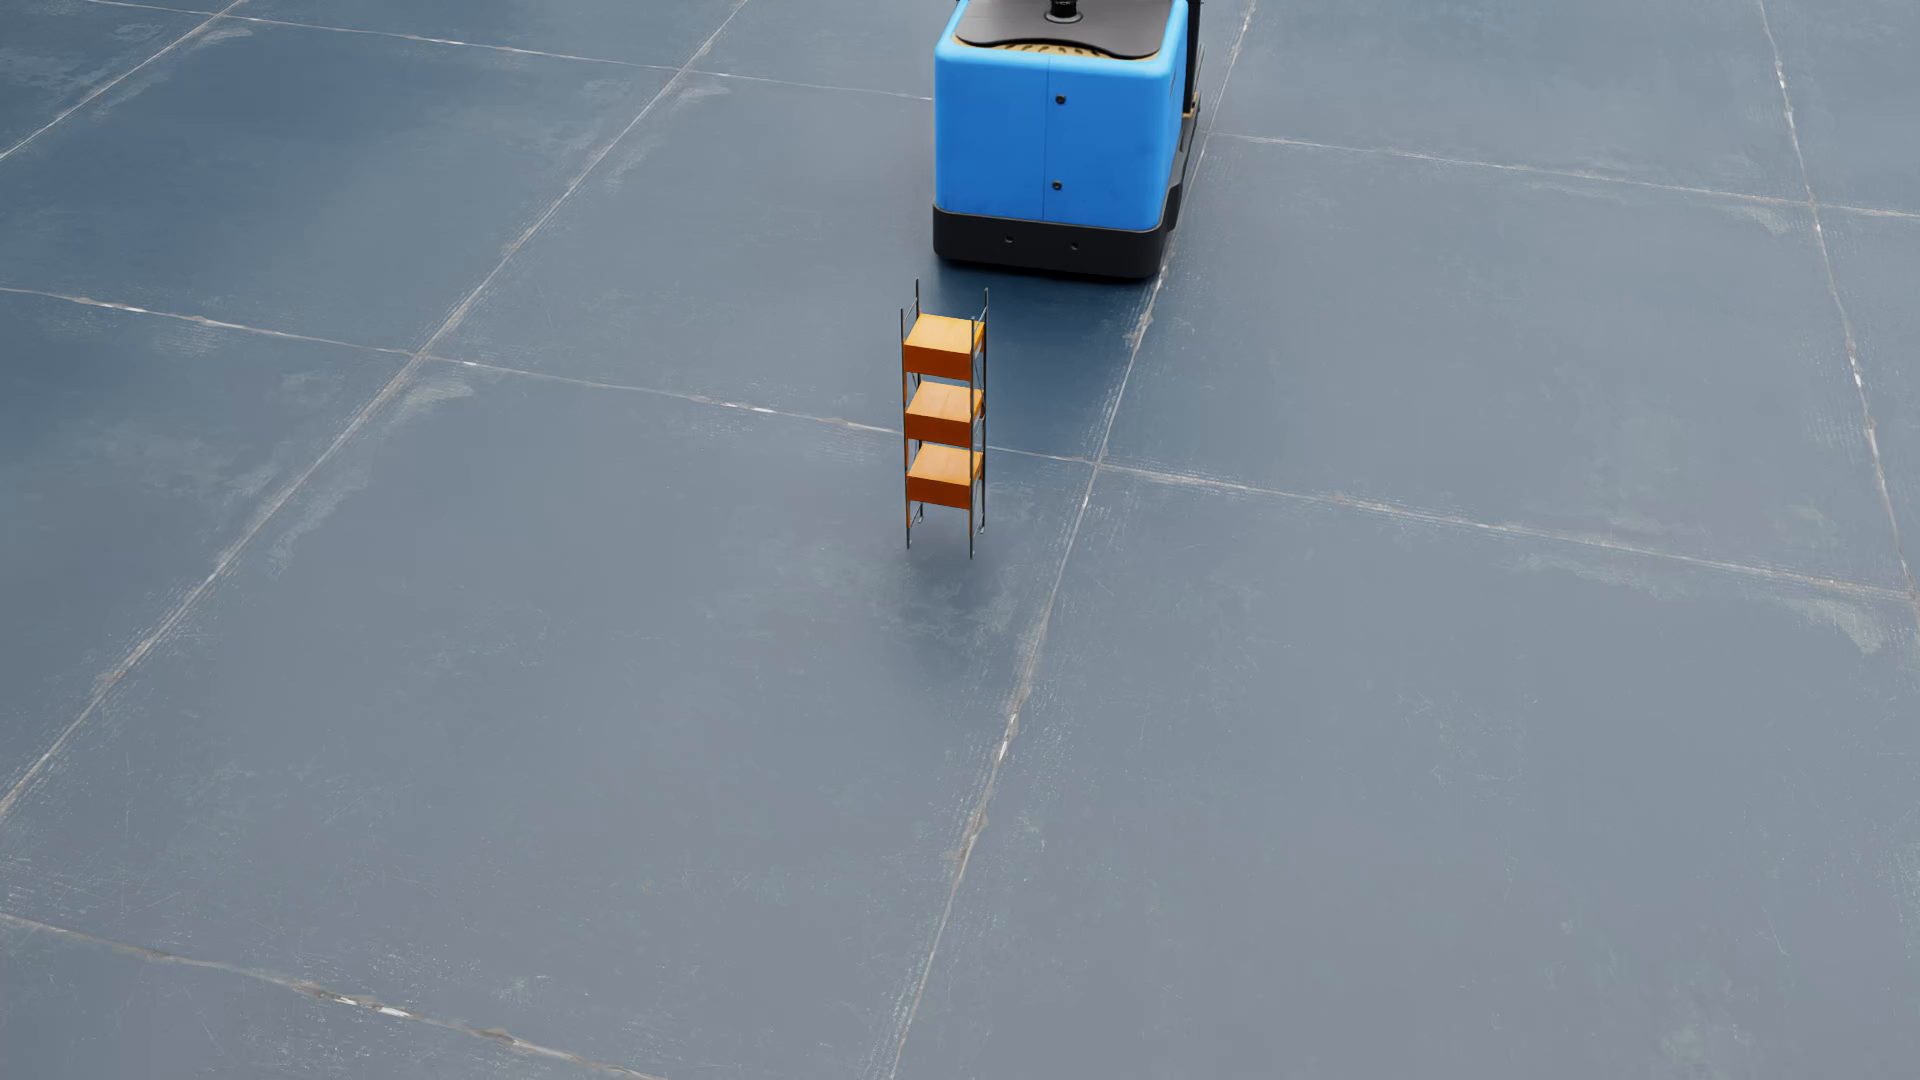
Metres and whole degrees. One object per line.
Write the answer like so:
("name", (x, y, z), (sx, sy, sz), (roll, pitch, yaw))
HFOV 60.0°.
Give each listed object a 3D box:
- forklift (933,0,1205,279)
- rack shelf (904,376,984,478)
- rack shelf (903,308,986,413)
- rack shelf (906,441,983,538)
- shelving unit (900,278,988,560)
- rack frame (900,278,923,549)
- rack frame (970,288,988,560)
("forklift", (0.677, -3.263, 7.857), (1.130, 2.935, 3.031), (8, 41, 9))
("rack shelf", (-0.052, -0.403, 5.930), (0.240, 0.259, 0.215), (10, 41, 11))
("rack shelf", (-0.052, -0.620, 5.747), (0.240, 0.259, 0.215), (10, 41, 11))
("rack shelf", (-0.052, -0.190, 6.109), (0.240, 0.259, 0.215), (10, 41, 11))
("shelving unit", (-0.052, -0.411, 5.923), (0.252, 1.050, 0.215), (10, 41, 11))
("rack frame", (-0.170, -0.431, 5.947), (0.008, 1.050, 0.200), (10, 41, 11))
("rack frame", (0.066, -0.391, 5.899), (0.008, 1.050, 0.200), (10, 41, 11))
